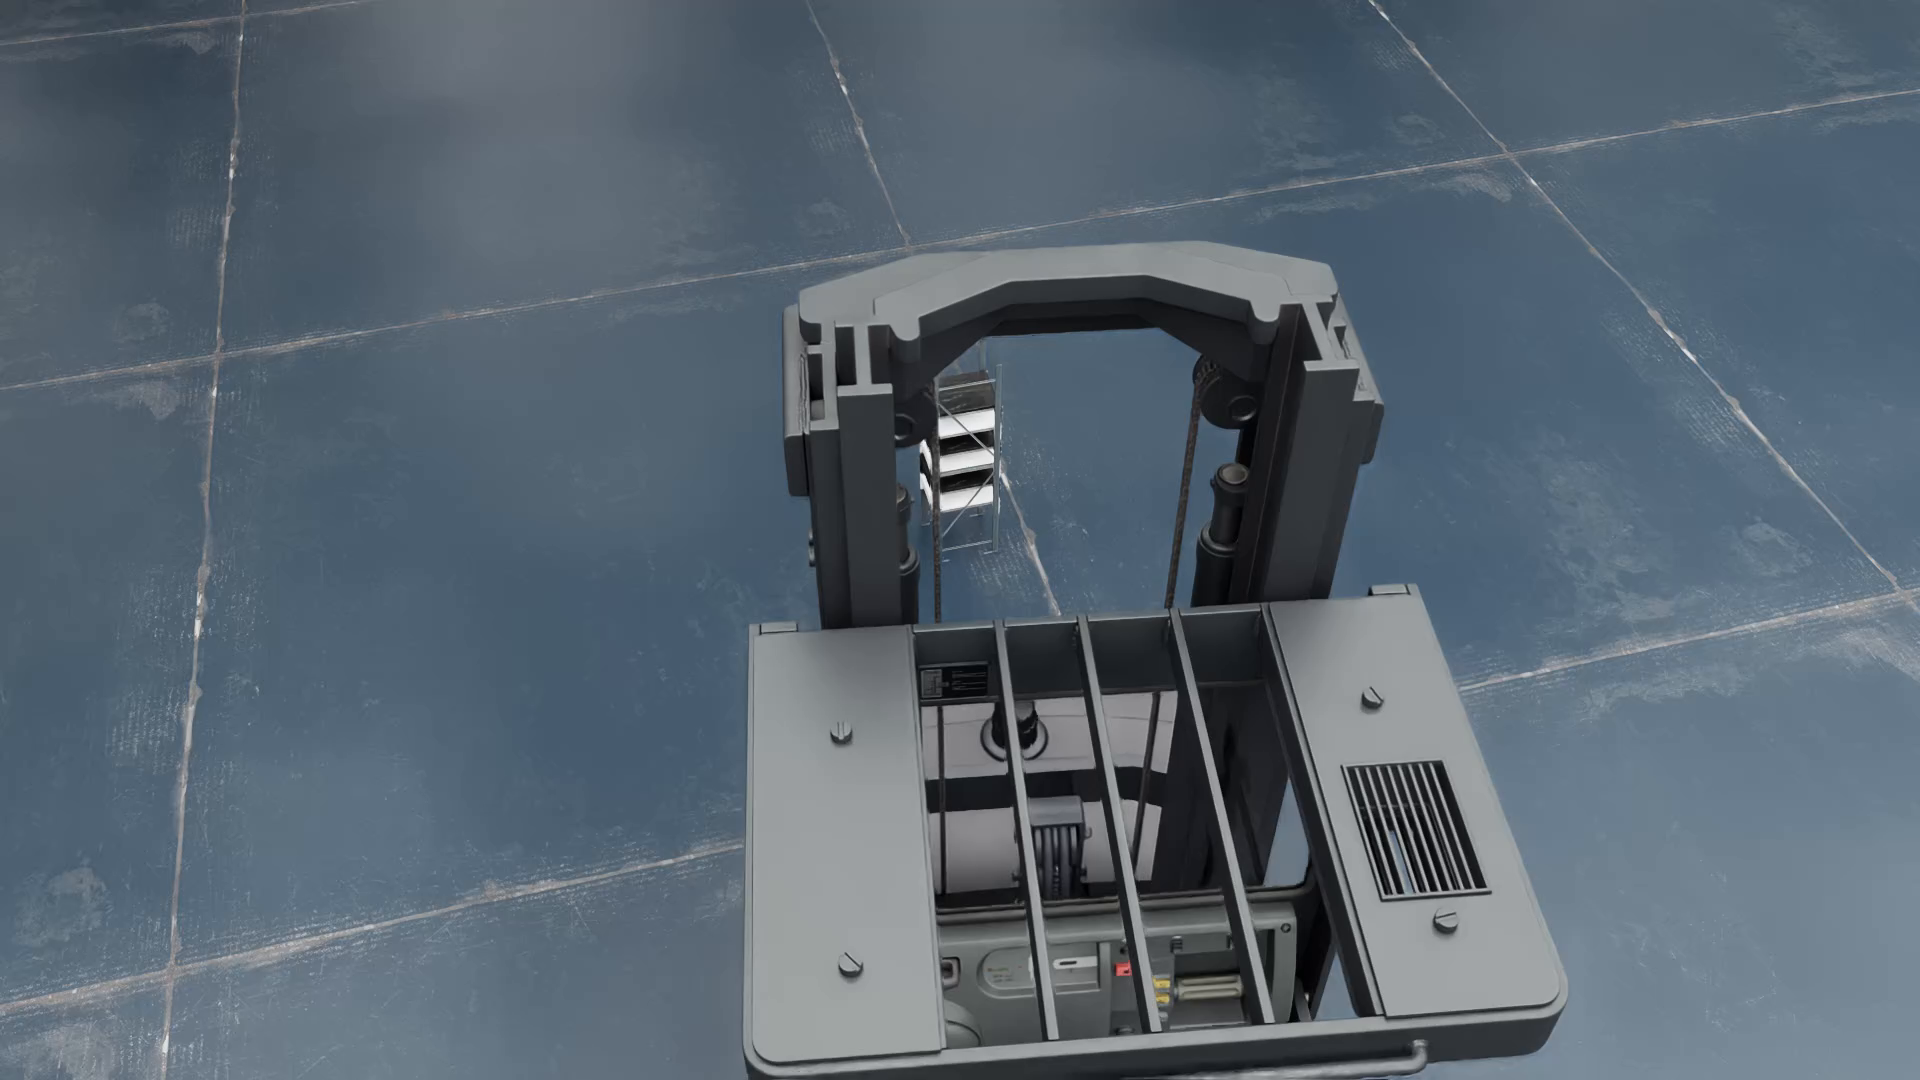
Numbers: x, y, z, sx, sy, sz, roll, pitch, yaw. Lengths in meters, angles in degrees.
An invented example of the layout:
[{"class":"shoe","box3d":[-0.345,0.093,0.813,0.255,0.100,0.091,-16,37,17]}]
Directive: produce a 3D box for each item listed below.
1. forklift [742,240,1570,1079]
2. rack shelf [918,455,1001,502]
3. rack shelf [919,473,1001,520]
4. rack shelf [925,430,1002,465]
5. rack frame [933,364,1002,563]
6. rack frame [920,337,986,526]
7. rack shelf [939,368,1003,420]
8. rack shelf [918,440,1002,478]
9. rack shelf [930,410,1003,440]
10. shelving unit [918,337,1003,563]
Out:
[{"class":"forklift","box3d":[0.228,1.037,3.182,1.130,2.935,3.031,-3,46,-3]},{"class":"rack shelf","box3d":[-0.002,-0.234,6.022,0.258,0.077,0.200,-11,47,-10]},{"class":"rack shelf","box3d":[-0.002,-0.171,6.086,0.258,0.077,0.200,-11,47,-10]},{"class":"rack shelf","box3d":[-0.002,-0.360,5.894,0.258,0.077,0.200,-11,47,-10]},{"class":"rack frame","box3d":[0.024,-0.250,5.865,0.240,0.900,0.006,-11,47,-10]},{"class":"rack frame","box3d":[-0.028,-0.391,6.003,0.240,0.900,0.006,-11,47,-10]},{"class":"rack shelf","box3d":[-0.002,-0.486,5.765,0.258,0.077,0.200,-11,47,-10]},{"class":"rack shelf","box3d":[-0.002,-0.297,5.958,0.258,0.077,0.200,-11,47,-10]},{"class":"rack shelf","box3d":[-0.002,-0.423,5.829,0.258,0.077,0.200,-11,47,-10]},{"class":"shelving unit","box3d":[-0.002,-0.321,5.934,0.258,0.900,0.210,-11,47,-10]}]
